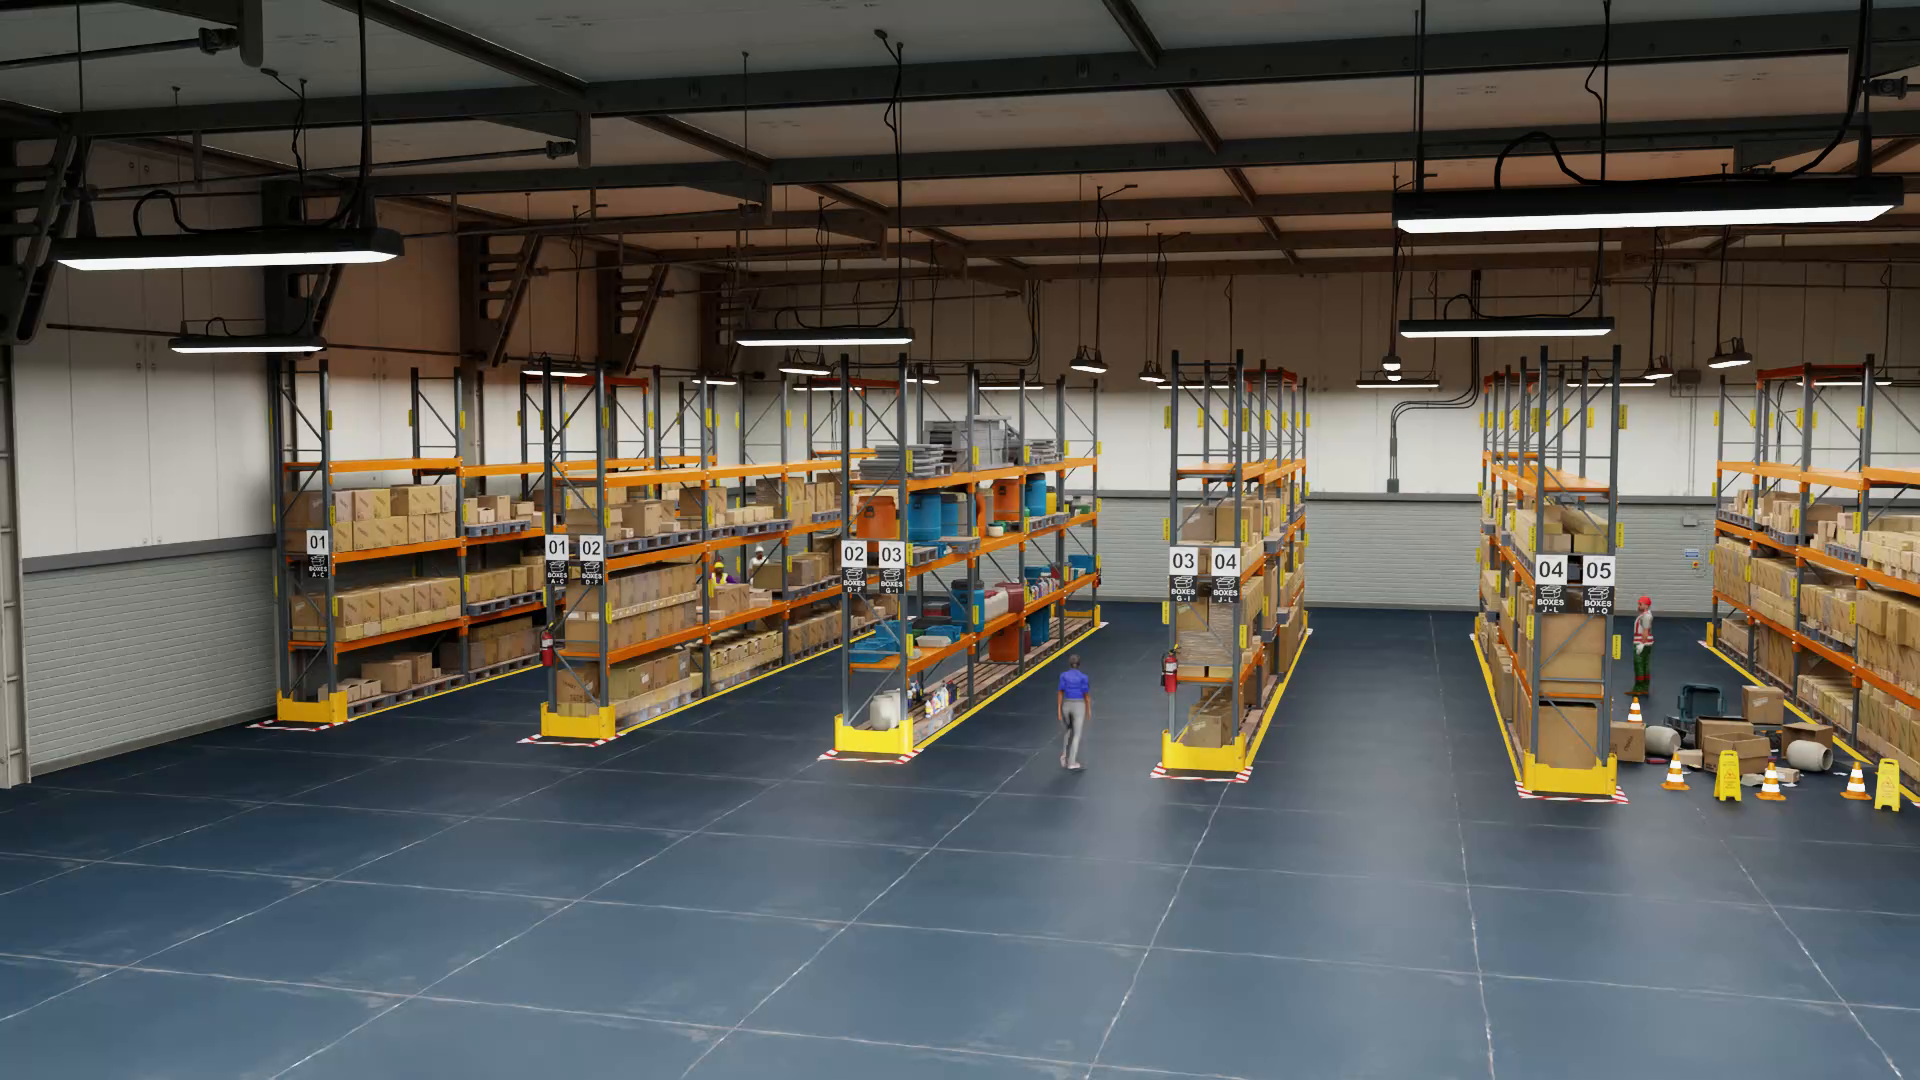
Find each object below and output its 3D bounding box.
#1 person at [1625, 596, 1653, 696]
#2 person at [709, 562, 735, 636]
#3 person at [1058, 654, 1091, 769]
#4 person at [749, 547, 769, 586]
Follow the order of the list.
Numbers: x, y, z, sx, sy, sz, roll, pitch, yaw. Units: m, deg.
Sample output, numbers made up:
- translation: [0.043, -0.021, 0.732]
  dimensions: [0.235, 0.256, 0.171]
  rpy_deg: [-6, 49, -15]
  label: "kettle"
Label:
- translation: [12.474, 1.928, 30.425]
  dimensions: [0.423, 1.793, 0.606]
  rpy_deg: [3, 5, 40]
  label: "person"
- translation: [-5.500, 1.399, 37.949]
  dimensions: [0.739, 1.808, 0.847]
  rpy_deg: [1, 4, 18]
  label: "person"
- translation: [1.669, 2.463, 23.841]
  dimensions: [0.438, 1.681, 0.429]
  rpy_deg: [3, 5, 36]
  label: "person"
- translation: [-5.160, 1.046, 42.845]
  dimensions: [0.568, 1.744, 1.019]
  rpy_deg: [-1, 4, -8]
  label: "person"
